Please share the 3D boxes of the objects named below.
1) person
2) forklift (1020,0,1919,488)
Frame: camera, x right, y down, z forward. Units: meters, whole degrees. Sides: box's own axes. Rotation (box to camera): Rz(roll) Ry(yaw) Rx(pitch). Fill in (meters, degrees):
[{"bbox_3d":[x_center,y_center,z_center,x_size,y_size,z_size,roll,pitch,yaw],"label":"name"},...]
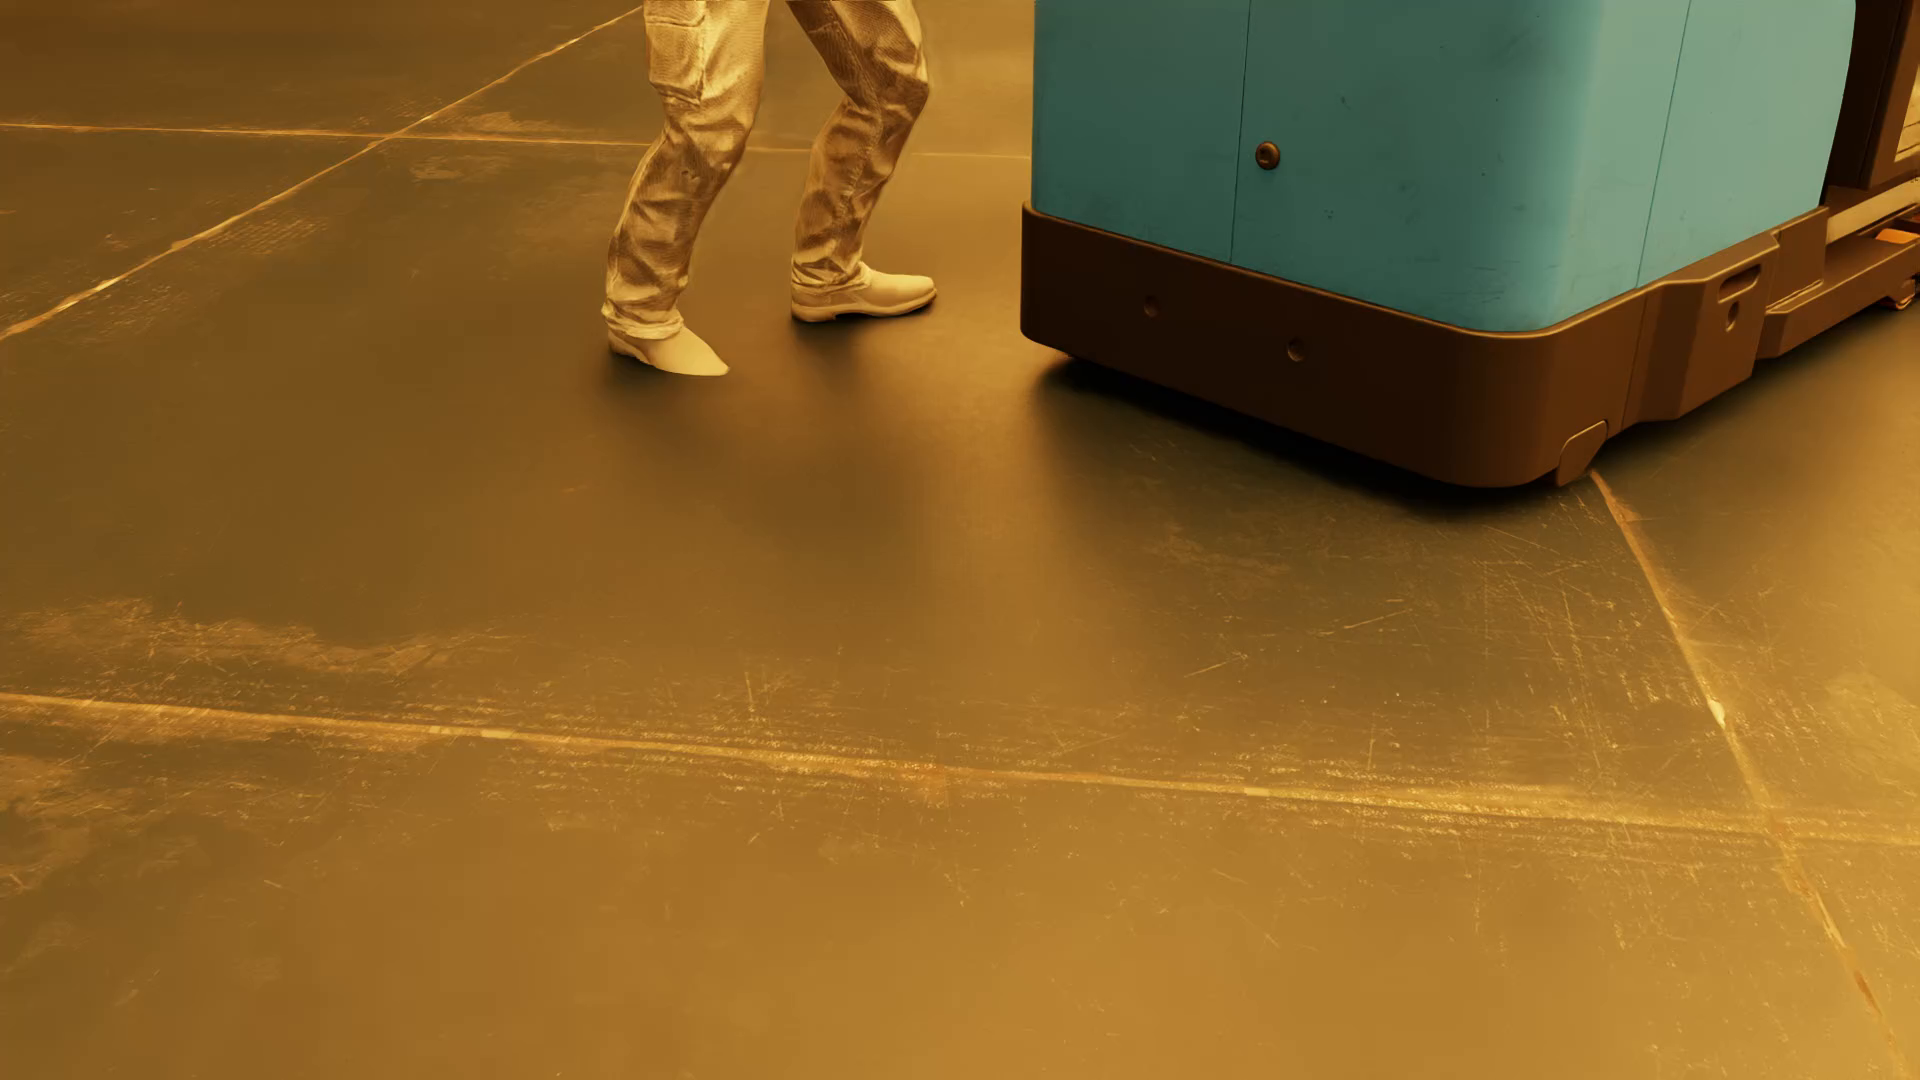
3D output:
[{"bbox_3d":[-0.402,-1.113,2.866,0.476,1.749,0.907,21,33,35],"label":"person"},{"bbox_3d":[1.530,-1.939,3.104,3.031,2.935,1.130,-23,34,-38],"label":"forklift"}]
